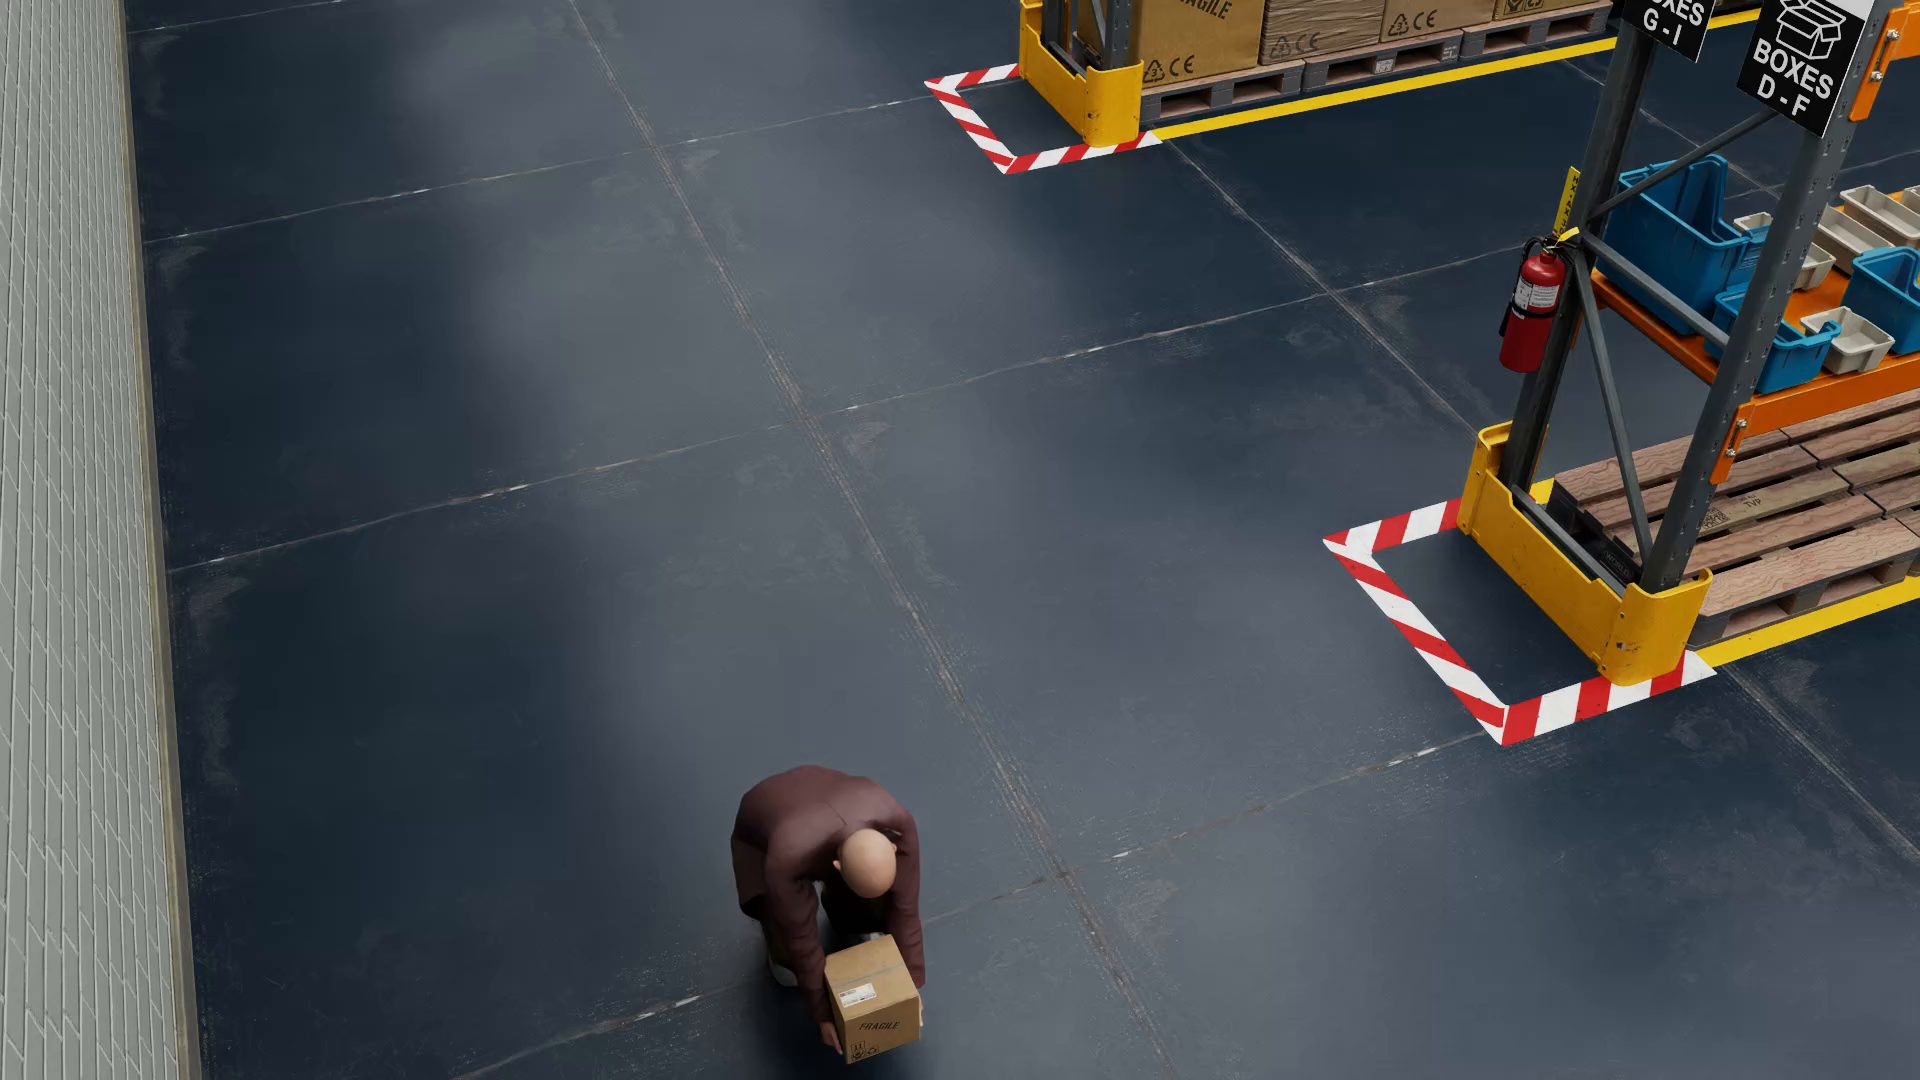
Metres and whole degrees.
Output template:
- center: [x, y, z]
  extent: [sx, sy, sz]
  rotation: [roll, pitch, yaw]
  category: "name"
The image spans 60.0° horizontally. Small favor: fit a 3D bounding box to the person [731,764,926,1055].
- center: [-0.434, 1.129, 5.473]
  extent: [0.578, 1.004, 0.928]
  rotation: [-16, 44, -18]
  category: "person"
